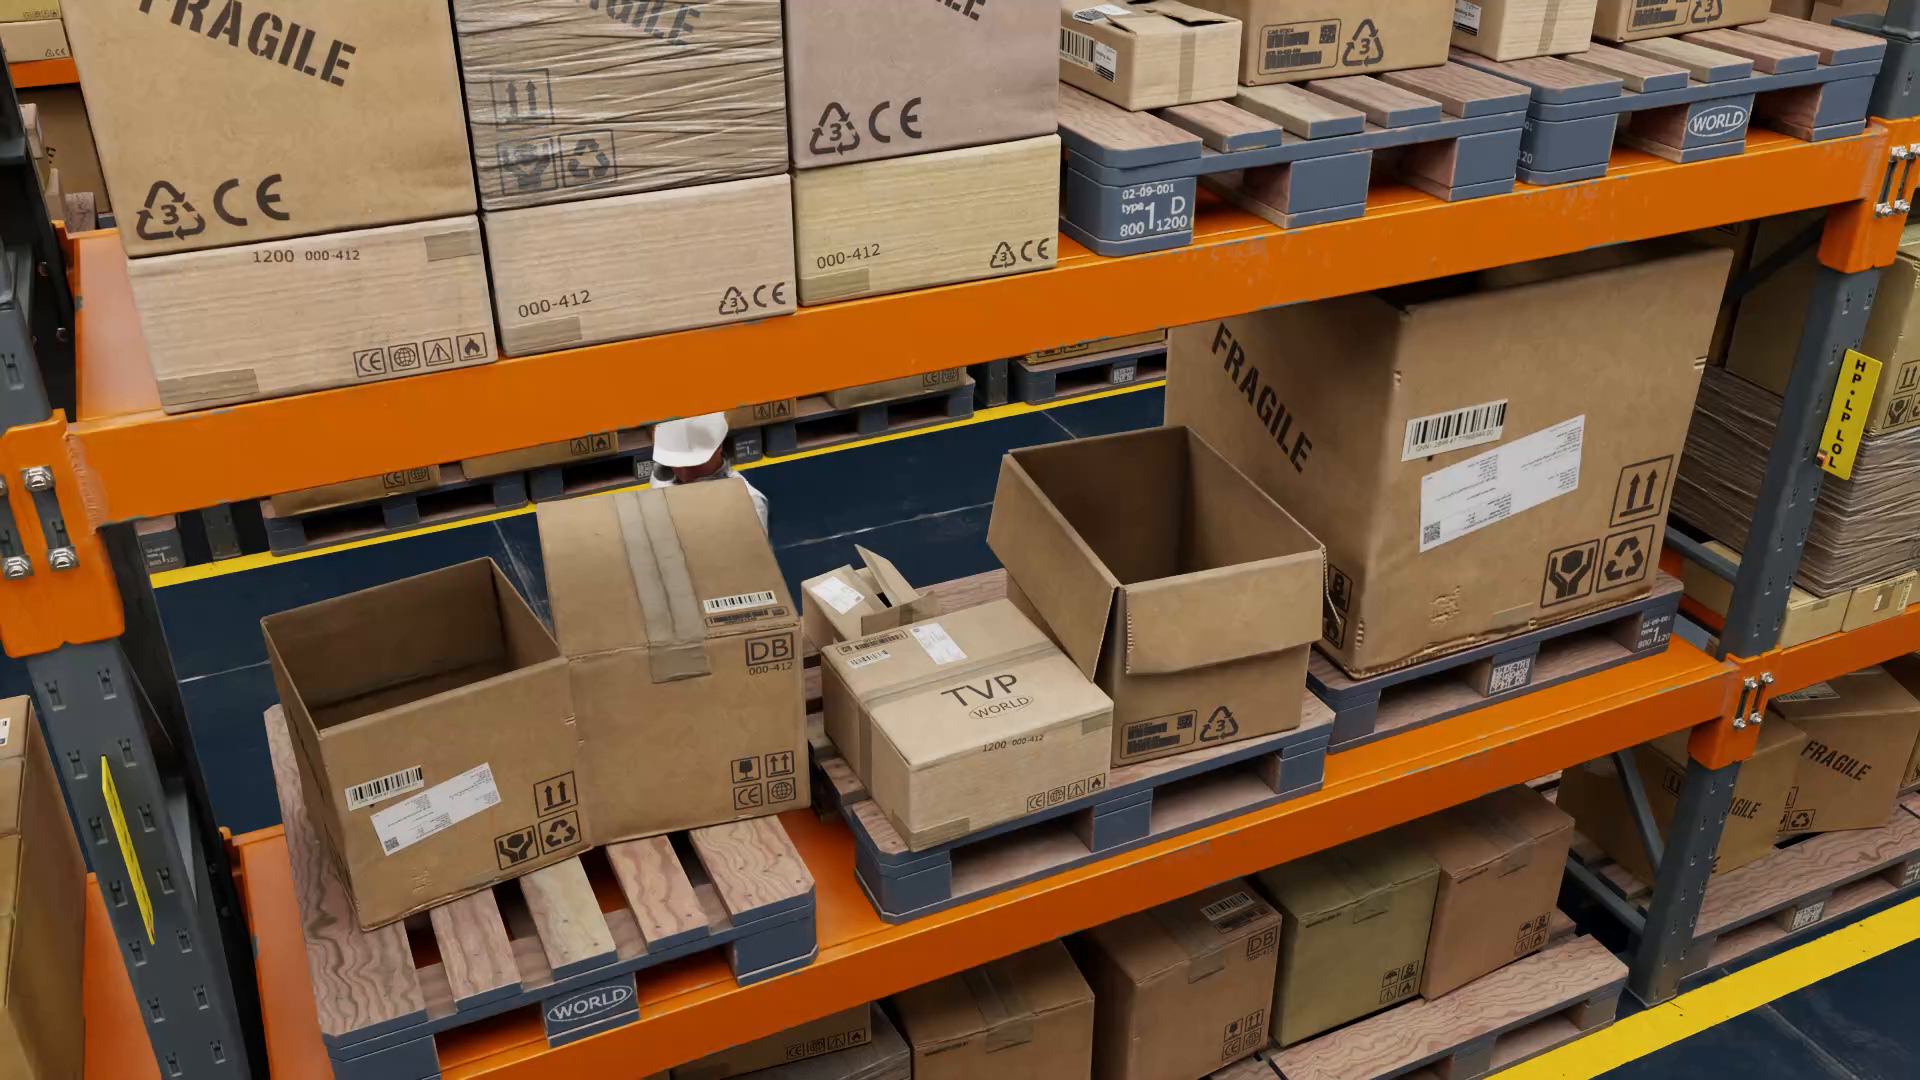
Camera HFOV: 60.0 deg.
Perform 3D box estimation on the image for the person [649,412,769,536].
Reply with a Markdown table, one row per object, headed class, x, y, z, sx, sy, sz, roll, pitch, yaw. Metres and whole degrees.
| class | x | y | z | sx | sy | sz | roll | pitch | yaw |
| --- | --- | --- | --- | --- | --- | --- | --- | --- | --- |
| person | -0.856 | 0.323 | 5.487 | 0.462 | 1.773 | 0.553 | -26 | 38 | -38 |
